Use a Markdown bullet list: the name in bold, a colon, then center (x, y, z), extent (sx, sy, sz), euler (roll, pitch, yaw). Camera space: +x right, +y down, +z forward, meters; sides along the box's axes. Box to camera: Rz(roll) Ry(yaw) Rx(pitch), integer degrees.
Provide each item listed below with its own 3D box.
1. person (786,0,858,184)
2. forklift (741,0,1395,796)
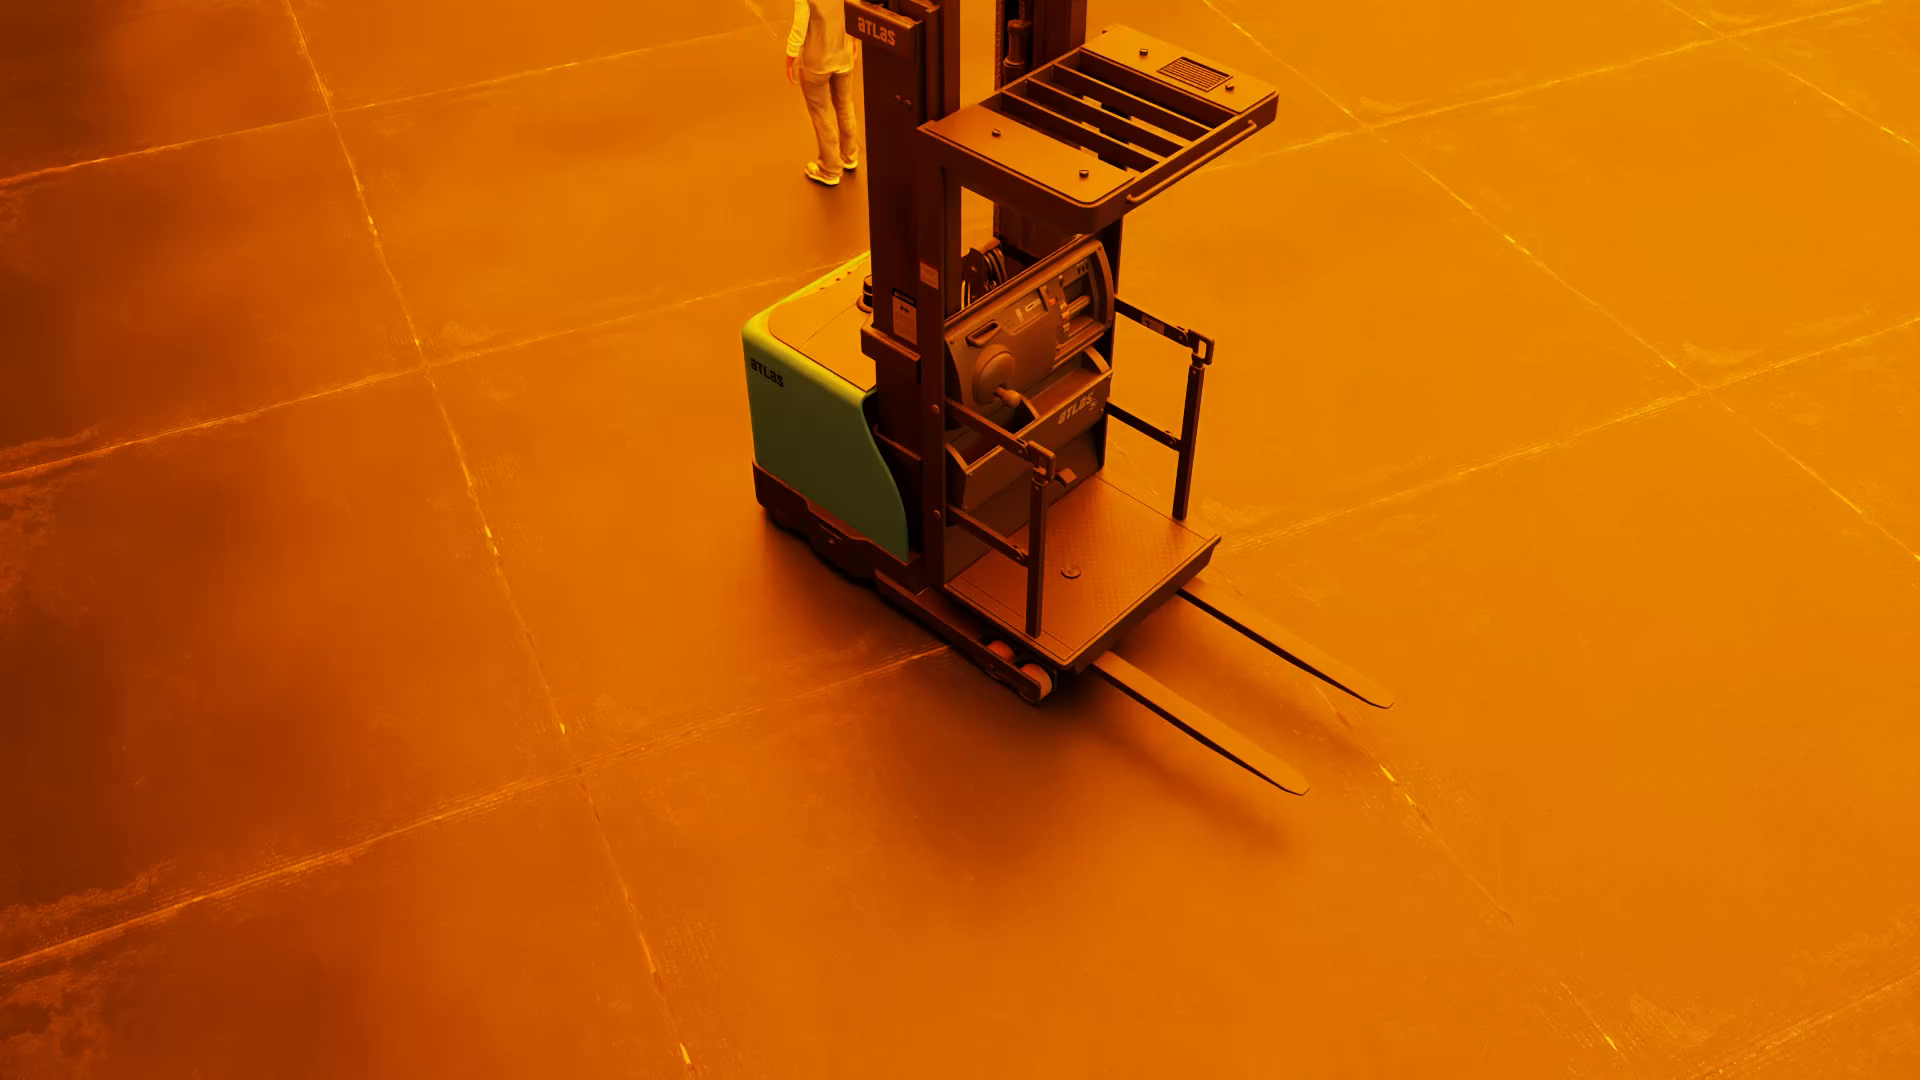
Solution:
- **person**: center (-0.815, -2.813, 9.664), extent (0.514, 1.600, 0.468), euler (-26, 49, -25)
- **forklift**: center (0.445, -0.788, 6.525), extent (3.031, 2.935, 1.130), euler (32, 52, 30)
